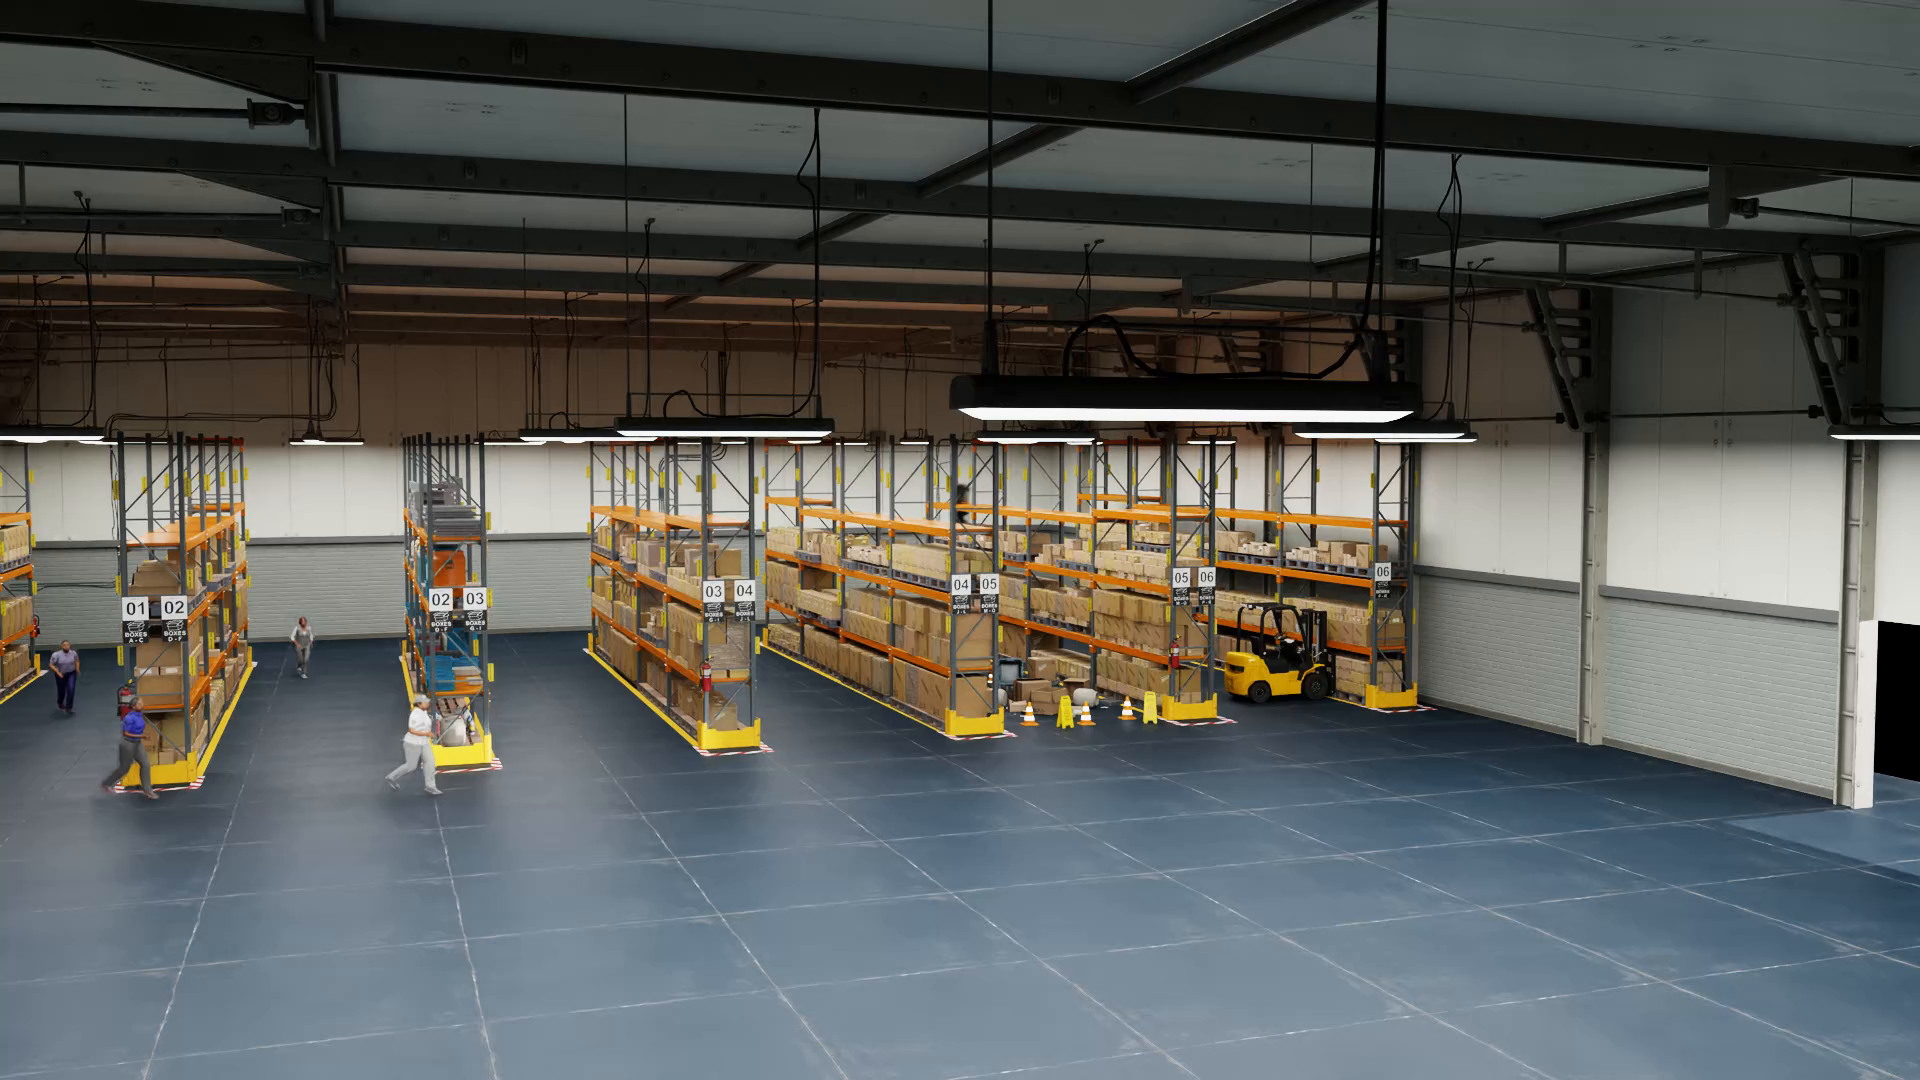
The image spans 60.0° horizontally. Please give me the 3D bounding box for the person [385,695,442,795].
[{"bbox_3d":[-9.007,3.380,27.457,0.900,1.667,0.565,1,3,9],"label":"person"}]

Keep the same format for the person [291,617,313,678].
[{"bbox_3d":[-16.386,2.683,41.412,0.539,1.510,0.575,-2,4,-33],"label":"person"}]

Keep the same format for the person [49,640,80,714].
[{"bbox_3d":[-19.345,2.943,35.936,0.609,1.600,0.702,-2,4,-37],"label":"person"}]

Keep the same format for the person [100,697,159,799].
[{"bbox_3d":[-13.558,3.396,27.124,0.930,1.666,0.528,0,3,5],"label":"person"}]
